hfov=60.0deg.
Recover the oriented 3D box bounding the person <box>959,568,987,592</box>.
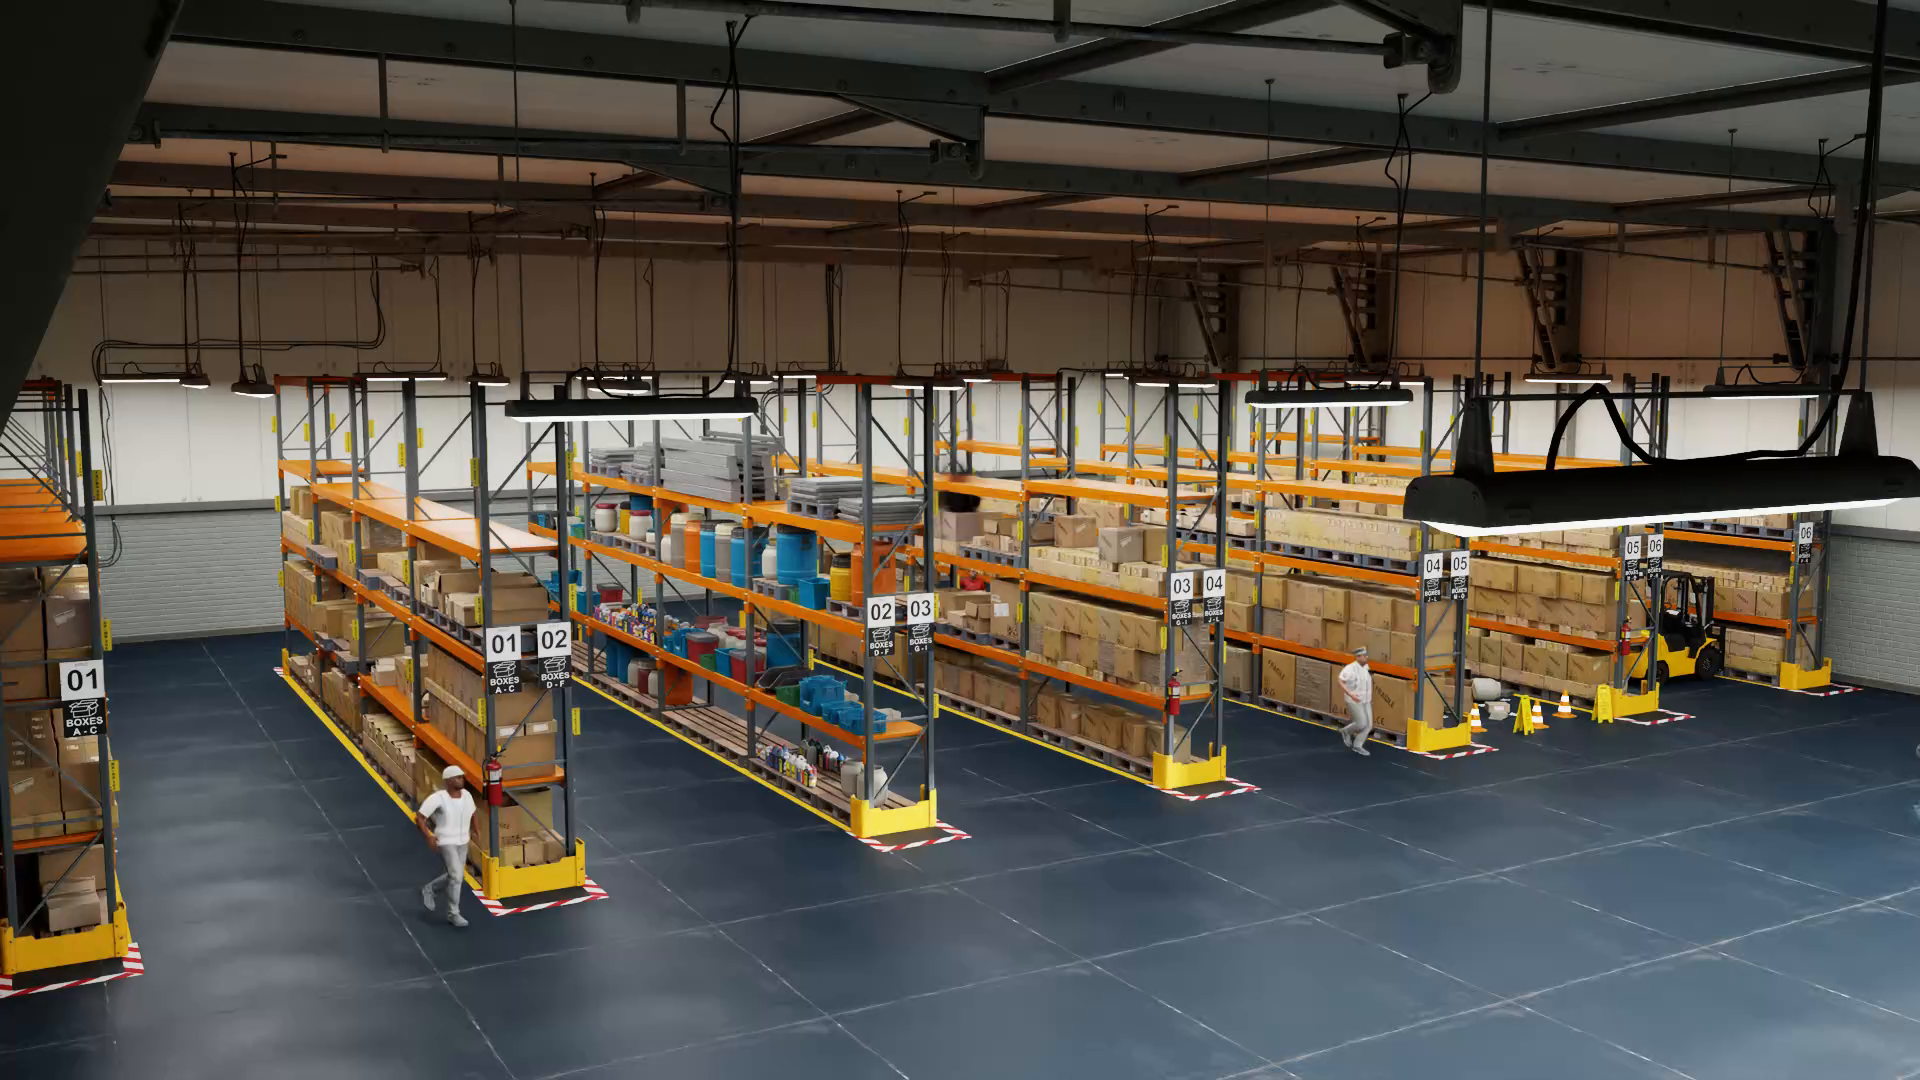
[{"bbox_3d":[0.287,1.485,36.604,0.645,1.789,0.780,-3,7,-26],"label":"person"}]

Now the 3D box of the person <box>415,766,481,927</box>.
[{"bbox_3d":[-5.752,3.428,18.814,0.731,1.735,0.741,4,7,29],"label":"person"}]

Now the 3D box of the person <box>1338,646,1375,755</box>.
[{"bbox_3d":[6.388,2.563,26.663,0.695,1.753,0.549,-4,7,-32],"label":"person"}]
